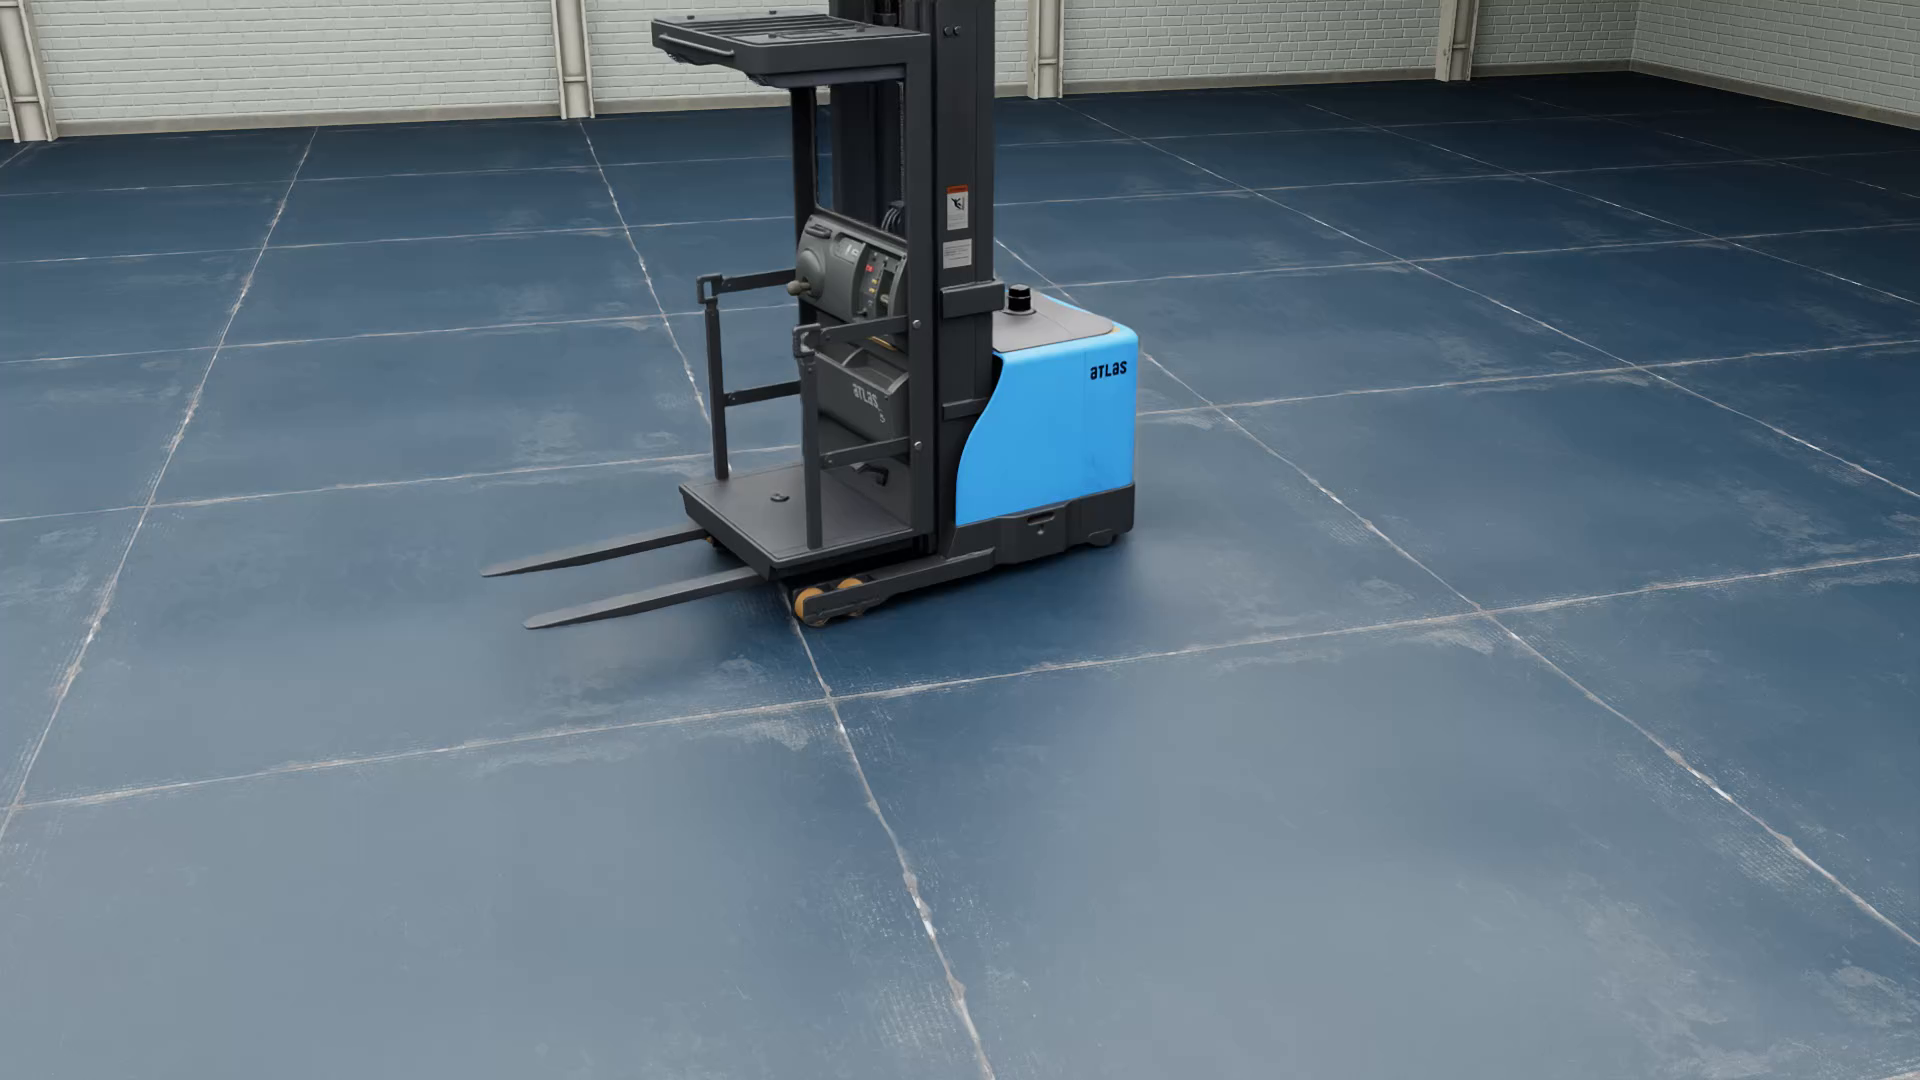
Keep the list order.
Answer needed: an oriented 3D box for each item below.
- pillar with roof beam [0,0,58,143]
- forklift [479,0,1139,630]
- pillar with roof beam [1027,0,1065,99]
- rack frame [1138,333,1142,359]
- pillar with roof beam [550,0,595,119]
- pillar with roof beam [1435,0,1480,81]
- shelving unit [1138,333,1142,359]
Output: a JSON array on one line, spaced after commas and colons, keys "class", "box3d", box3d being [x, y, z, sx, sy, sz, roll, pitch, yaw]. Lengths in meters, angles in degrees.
[{"class": "pillar with roof beam", "box3d": [-9.281, -7.032, 13.226, 0.400, 9.000, 9.100, -6, 24, -14]}, {"class": "forklift", "box3d": [-0.666, -1.203, 7.336, 3.031, 2.935, 1.130, -14, 27, -29]}, {"class": "pillar with roof beam", "box3d": [2.273, -8.310, 16.205, 0.400, 9.000, 9.100, -6, 24, -14]}, {"class": "rack frame", "box3d": [0.809, -0.659, 8.650, 0.006, 0.900, 0.240, -9, 24, -34]}, {"class": "pillar with roof beam", "box3d": [-3.504, -7.671, 14.716, 0.400, 9.000, 9.100, -6, 24, -14]}, {"class": "pillar with roof beam", "box3d": [8.050, -8.949, 17.695, 0.400, 9.000, 9.100, -6, 24, -14]}, {"class": "shelving unit", "box3d": [0.726, -0.646, 8.593, 0.210, 0.900, 0.258, -9, 24, -34]}]
